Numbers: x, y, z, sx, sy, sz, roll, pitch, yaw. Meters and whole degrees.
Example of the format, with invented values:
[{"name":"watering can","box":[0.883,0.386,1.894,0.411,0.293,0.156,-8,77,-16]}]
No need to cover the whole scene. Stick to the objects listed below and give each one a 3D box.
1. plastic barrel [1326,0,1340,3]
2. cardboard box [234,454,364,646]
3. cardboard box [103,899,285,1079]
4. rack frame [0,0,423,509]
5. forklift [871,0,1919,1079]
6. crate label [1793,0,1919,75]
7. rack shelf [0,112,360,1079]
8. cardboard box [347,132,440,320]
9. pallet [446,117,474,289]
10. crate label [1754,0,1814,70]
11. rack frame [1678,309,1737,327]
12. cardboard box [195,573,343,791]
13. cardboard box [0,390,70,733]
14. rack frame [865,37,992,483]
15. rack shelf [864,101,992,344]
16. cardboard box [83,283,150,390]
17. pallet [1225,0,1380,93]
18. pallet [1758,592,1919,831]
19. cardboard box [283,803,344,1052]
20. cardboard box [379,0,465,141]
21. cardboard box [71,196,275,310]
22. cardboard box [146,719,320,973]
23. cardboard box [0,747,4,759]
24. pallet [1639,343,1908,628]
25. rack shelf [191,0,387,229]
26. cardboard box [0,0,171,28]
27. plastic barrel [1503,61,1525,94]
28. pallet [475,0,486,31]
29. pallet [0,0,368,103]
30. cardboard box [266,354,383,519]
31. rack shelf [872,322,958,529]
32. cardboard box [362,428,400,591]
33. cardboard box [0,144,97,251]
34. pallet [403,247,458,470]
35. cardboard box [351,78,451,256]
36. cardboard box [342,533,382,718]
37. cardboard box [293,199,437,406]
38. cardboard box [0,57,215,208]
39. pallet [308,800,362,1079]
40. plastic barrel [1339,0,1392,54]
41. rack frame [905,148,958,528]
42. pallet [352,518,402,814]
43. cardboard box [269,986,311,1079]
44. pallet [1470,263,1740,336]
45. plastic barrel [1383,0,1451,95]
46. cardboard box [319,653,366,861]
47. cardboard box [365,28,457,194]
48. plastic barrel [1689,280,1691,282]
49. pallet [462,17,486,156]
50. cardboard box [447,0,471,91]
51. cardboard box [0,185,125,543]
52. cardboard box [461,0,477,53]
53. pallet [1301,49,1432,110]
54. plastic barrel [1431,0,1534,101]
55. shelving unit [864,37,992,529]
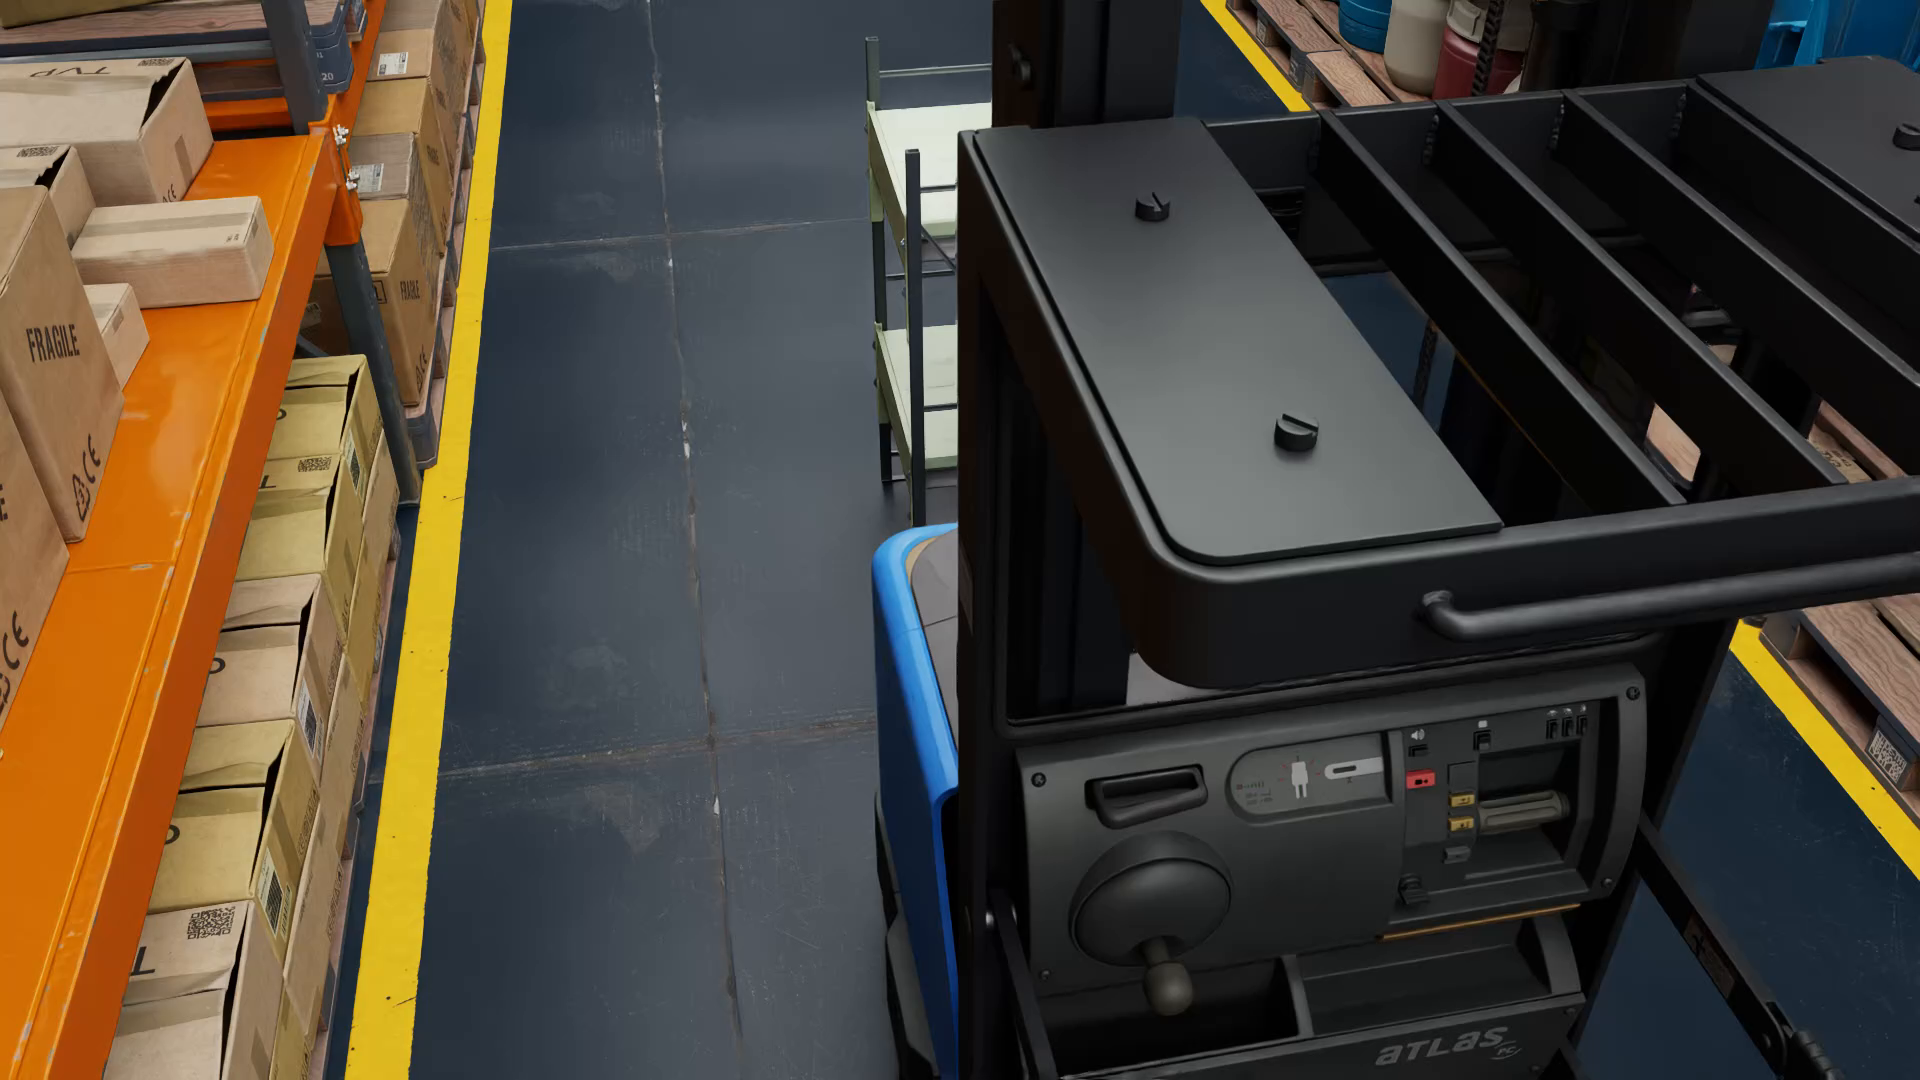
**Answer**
[{"name":"plastic barrel","box":[2.000,-3.232,8.333,0.600,0.901,0.708,-6,38,-8]},{"name":"cardboard box","box":[-1.823,0.023,4.217,0.500,0.311,0.500,-7,38,-9]},{"name":"cardboard box","box":[-1.555,0.944,3.031,0.500,0.311,0.500,-7,38,-9]},{"name":"rack frame","box":[-2.255,-1.278,4.451,1.000,3.000,0.127,-6,38,-8]},{"name":"forklift","box":[0.587,0.500,2.218,1.130,2.935,3.031,-7,38,-9]},{"name":"crate label","box":[2.530,-1.194,4.313,0.502,0.435,0.616,-6,38,-8]},{"name":"rack shelf","box":[-1.904,0.214,3.116,1.077,0.370,4.000,-6,38,-8]},{"name":"cardboard box","box":[-2.151,-1.086,5.882,0.500,0.500,0.500,-8,38,-10]},{"name":"pallet","box":[-2.559,-1.367,6.838,1.003,0.211,1.213,-6,38,-8]},{"name":"crate label","box":[2.327,-1.448,4.805,0.303,0.233,0.416,-6,38,-8]},{"name":"rack frame","box":[2.622,-1.809,5.133,1.000,3.000,0.127,-6,38,-8]},{"name":"cardboard box","box":[-1.737,0.328,3.824,0.500,0.311,0.500,-6,38,-8]},{"name":"cardboard box","box":[-1.852,0.012,2.708,0.500,0.500,0.500,-6,38,-8]},{"name":"rack frame","box":[-0.063,-0.809,5.069,0.400,1.500,0.023,-6,38,-8]},{"name":"rack shelf","box":[0.001,-0.896,4.545,0.431,0.370,0.720,-6,38,-8]},{"name":"cardboard box","box":[-1.976,-0.415,3.544,0.380,0.149,0.250,-4,38,-5]},{"name":"pallet","box":[2.015,-2.653,8.493,1.003,0.211,1.213,-6,38,-8]},{"name":"pallet","box":[2.931,0.500,4.435,1.003,0.211,1.213,-6,38,-8]},{"name":"cardboard box","box":[-1.650,0.859,3.599,0.500,0.250,0.500,-6,38,-7]},{"name":"cardboard box","box":[-2.422,-2.011,7.073,0.500,0.500,0.500,-6,38,-7]},{"name":"cardboard box","box":[-1.825,-0.666,3.867,0.380,0.149,0.250,-6,38,-8]},{"name":"cardboard box","box":[-1.652,0.631,3.434,0.500,0.311,0.500,-5,38,-7]},{"name":"cardboard box","box":[-1.764,0.314,2.319,0.500,0.500,0.500,-4,38,-5]},{"name":"pallet","box":[2.720,-0.236,5.381,1.003,0.211,1.213,-6,38,-8]},{"name":"rack shelf","box":[-2.605,-2.202,6.226,1.077,0.370,4.000,-6,38,-8]},{"name":"cardboard box","box":[-2.476,-1.852,4.765,0.700,0.500,0.500,-19,42,-23]},{"name":"plastic barrel","box":[2.333,-1.617,6.572,0.421,0.512,0.421,0,38,0]},{"name":"pallet","box":[-3.076,-3.008,8.950,1.003,0.211,1.213,-6,38,-8]},{"name":"pallet","box":[-2.443,-1.604,5.027,1.213,0.211,1.003,-6,38,-8]},{"name":"cardboard box","box":[-1.921,-0.290,4.620,0.500,0.311,0.500,-5,38,-7]},{"name":"rack shelf","box":[0.001,-0.331,4.985,0.431,0.370,0.720,-6,38,-8]},{"name":"cardboard box","box":[-1.922,-0.067,4.790,0.500,0.250,0.500,-5,38,-7]},{"name":"cardboard box","box":[-2.289,-0.682,3.756,0.500,0.311,0.500,-7,38,-8]},{"name":"pallet","box":[-2.348,-0.632,5.892,1.003,0.211,1.213,-6,38,-8]},{"name":"cardboard box","box":[-2.234,-1.390,6.273,0.500,0.500,0.500,-7,38,-9]},{"name":"cardboard box","box":[-1.829,0.244,4.390,0.500,0.250,0.500,-7,38,-8]},{"name":"cardboard box","box":[-2.053,-0.771,5.476,0.500,0.500,0.500,-5,38,-6]},{"name":"cardboard box","box":[-2.234,-1.019,4.189,0.500,0.311,0.500,-4,38,-5]},{"name":"pallet","box":[-1.938,1.060,3.714,1.003,0.211,1.213,-6,38,-8]},{"name":"plastic barrel","box":[2.124,-2.804,7.782,0.600,0.901,0.708,-6,38,-8]},{"name":"rack frame","box":[0.065,-0.367,4.500,0.400,1.500,0.023,-6,38,-8]},{"name":"pallet","box":[-2.149,0.324,4.661,1.003,0.211,1.213,-6,38,-8]},{"name":"cardboard box","box":[-1.562,1.166,3.203,0.500,0.250,0.500,-7,38,-9]},{"name":"pallet","box":[2.443,-1.179,6.596,1.003,0.211,1.213,-6,38,-8]},{"name":"plastic barrel","box":[2.135,-2.299,7.450,0.421,0.512,0.421,0,38,0]},{"name":"cardboard box","box":[-1.743,0.548,3.998,0.500,0.250,0.500,-5,38,-7]},{"name":"cardboard box","box":[-2.330,-1.704,6.678,0.500,0.500,0.500,-7,38,-9]},{"name":"plastic barrel","box":[2.520,-1.411,6.048,0.600,0.830,0.708,-6,38,-8]},{"name":"pallet","box":[-2.776,-2.106,7.789,1.003,0.211,1.213,-6,38,-8]},{"name":"cardboard box","box":[-2.509,-2.314,7.463,0.500,0.500,0.500,-6,38,-8]},{"name":"cardboard box","box":[-1.945,-0.306,3.118,0.500,0.500,0.500,-8,39,-10]},{"name":"cardboard box","box":[-2.587,-2.614,7.848,0.500,0.500,0.500,-6,38,-8]},{"name":"pallet","box":[2.233,-1.915,7.543,1.003,0.211,1.213,-6,38,-8]},{"name":"plastic barrel","box":[2.322,-1.998,7.000,0.600,0.588,0.708,-6,38,-8]},{"name":"shelving unit","box":[0.001,-0.588,4.785,0.431,1.500,0.755,-6,38,-8]}]
